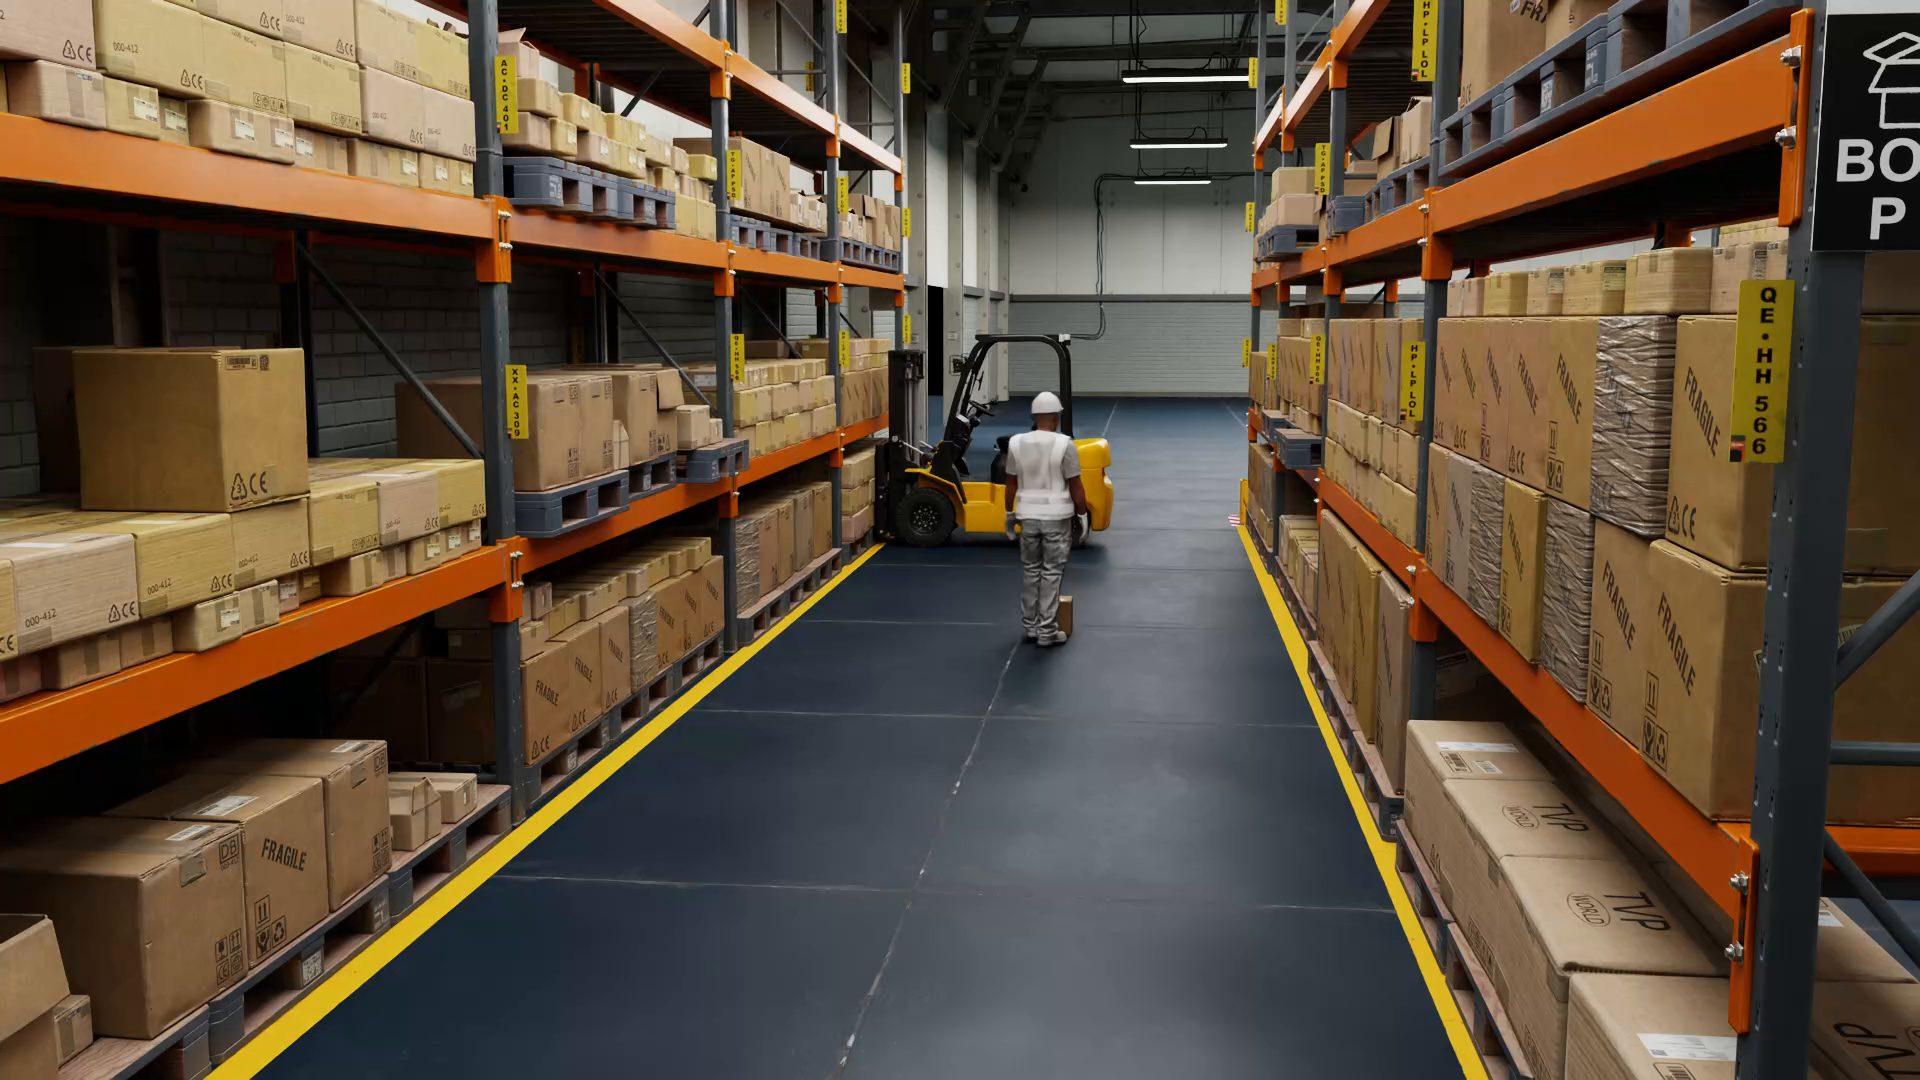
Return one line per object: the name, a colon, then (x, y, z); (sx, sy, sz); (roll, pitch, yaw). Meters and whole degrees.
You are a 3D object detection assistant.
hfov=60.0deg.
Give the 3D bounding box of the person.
person: (0.651, -0.155, 11.833); (0.606, 1.800, 0.539); (4, 8, 28)
